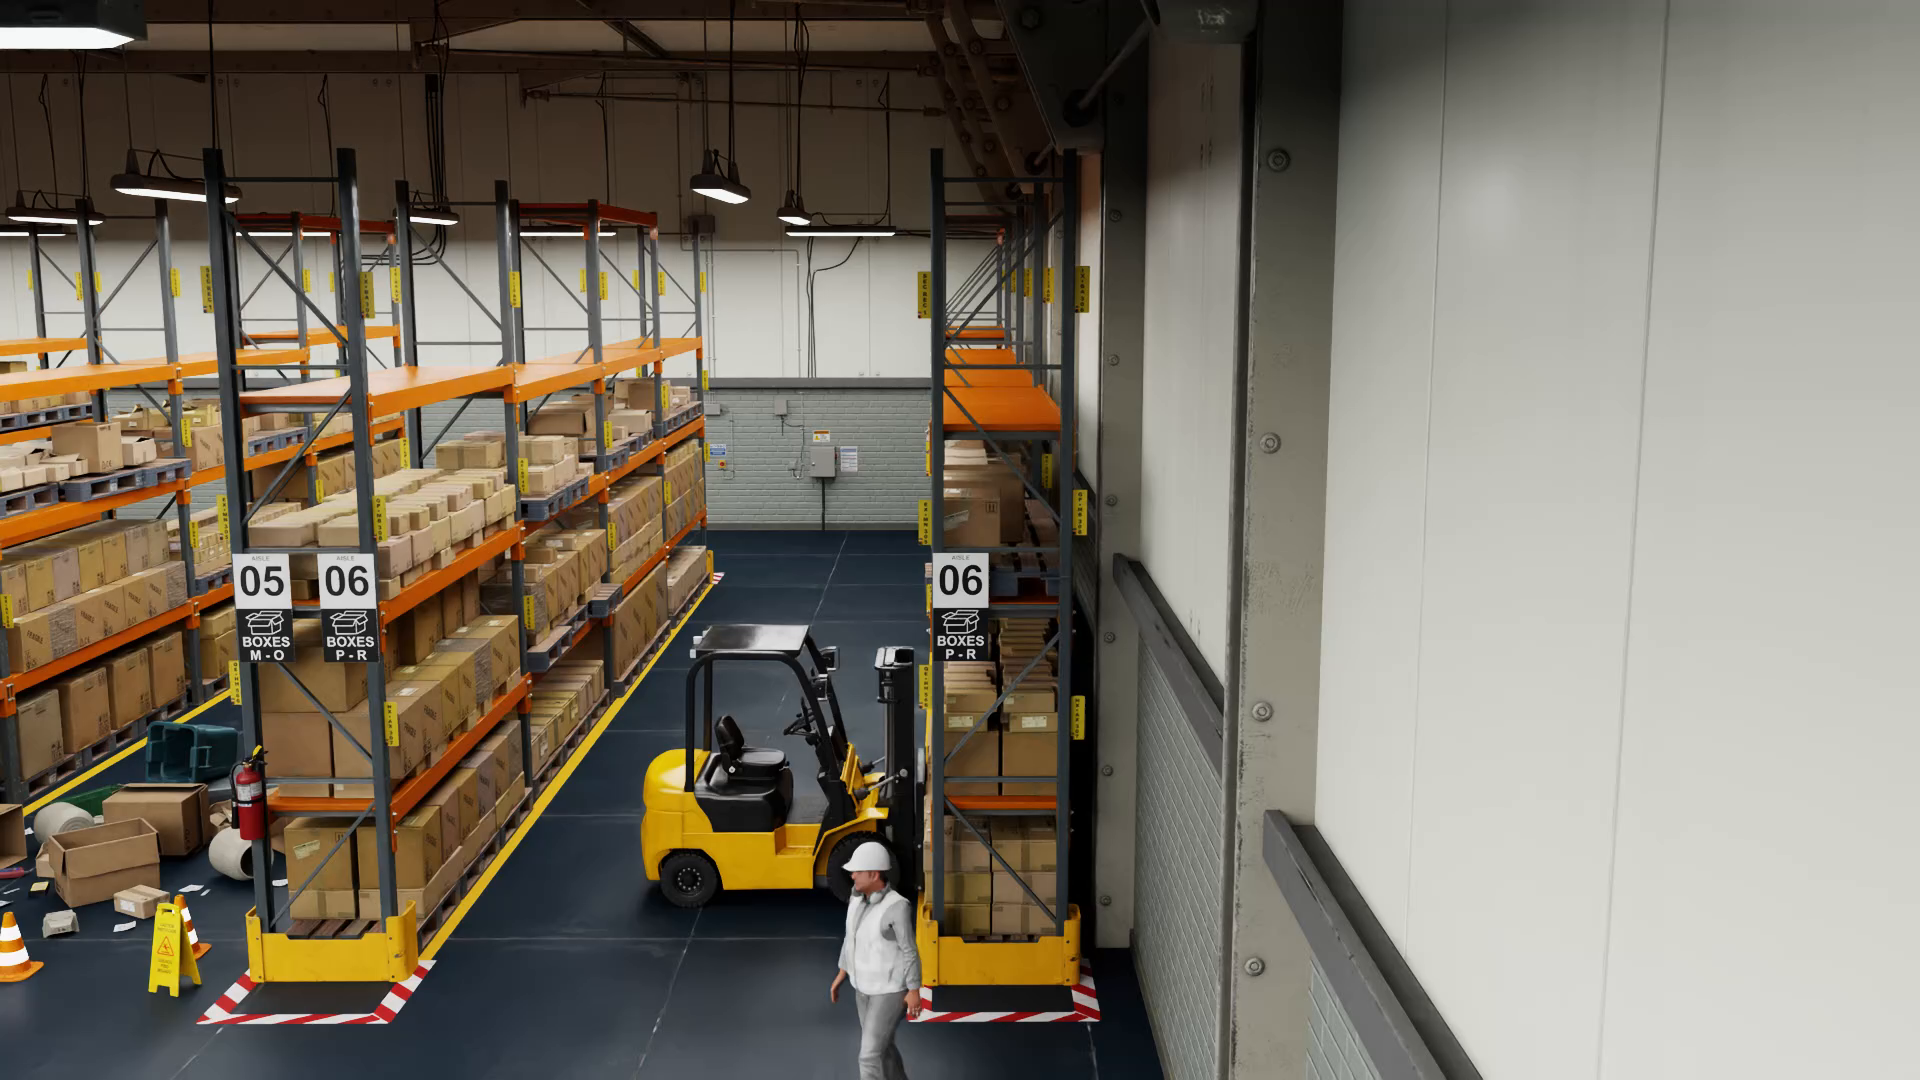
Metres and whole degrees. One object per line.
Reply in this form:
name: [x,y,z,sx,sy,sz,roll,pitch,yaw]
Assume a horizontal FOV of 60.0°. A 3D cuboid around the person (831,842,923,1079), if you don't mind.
person: [-0.543,2.712,10.044,0.682,1.776,0.640,-6,11,-34]
